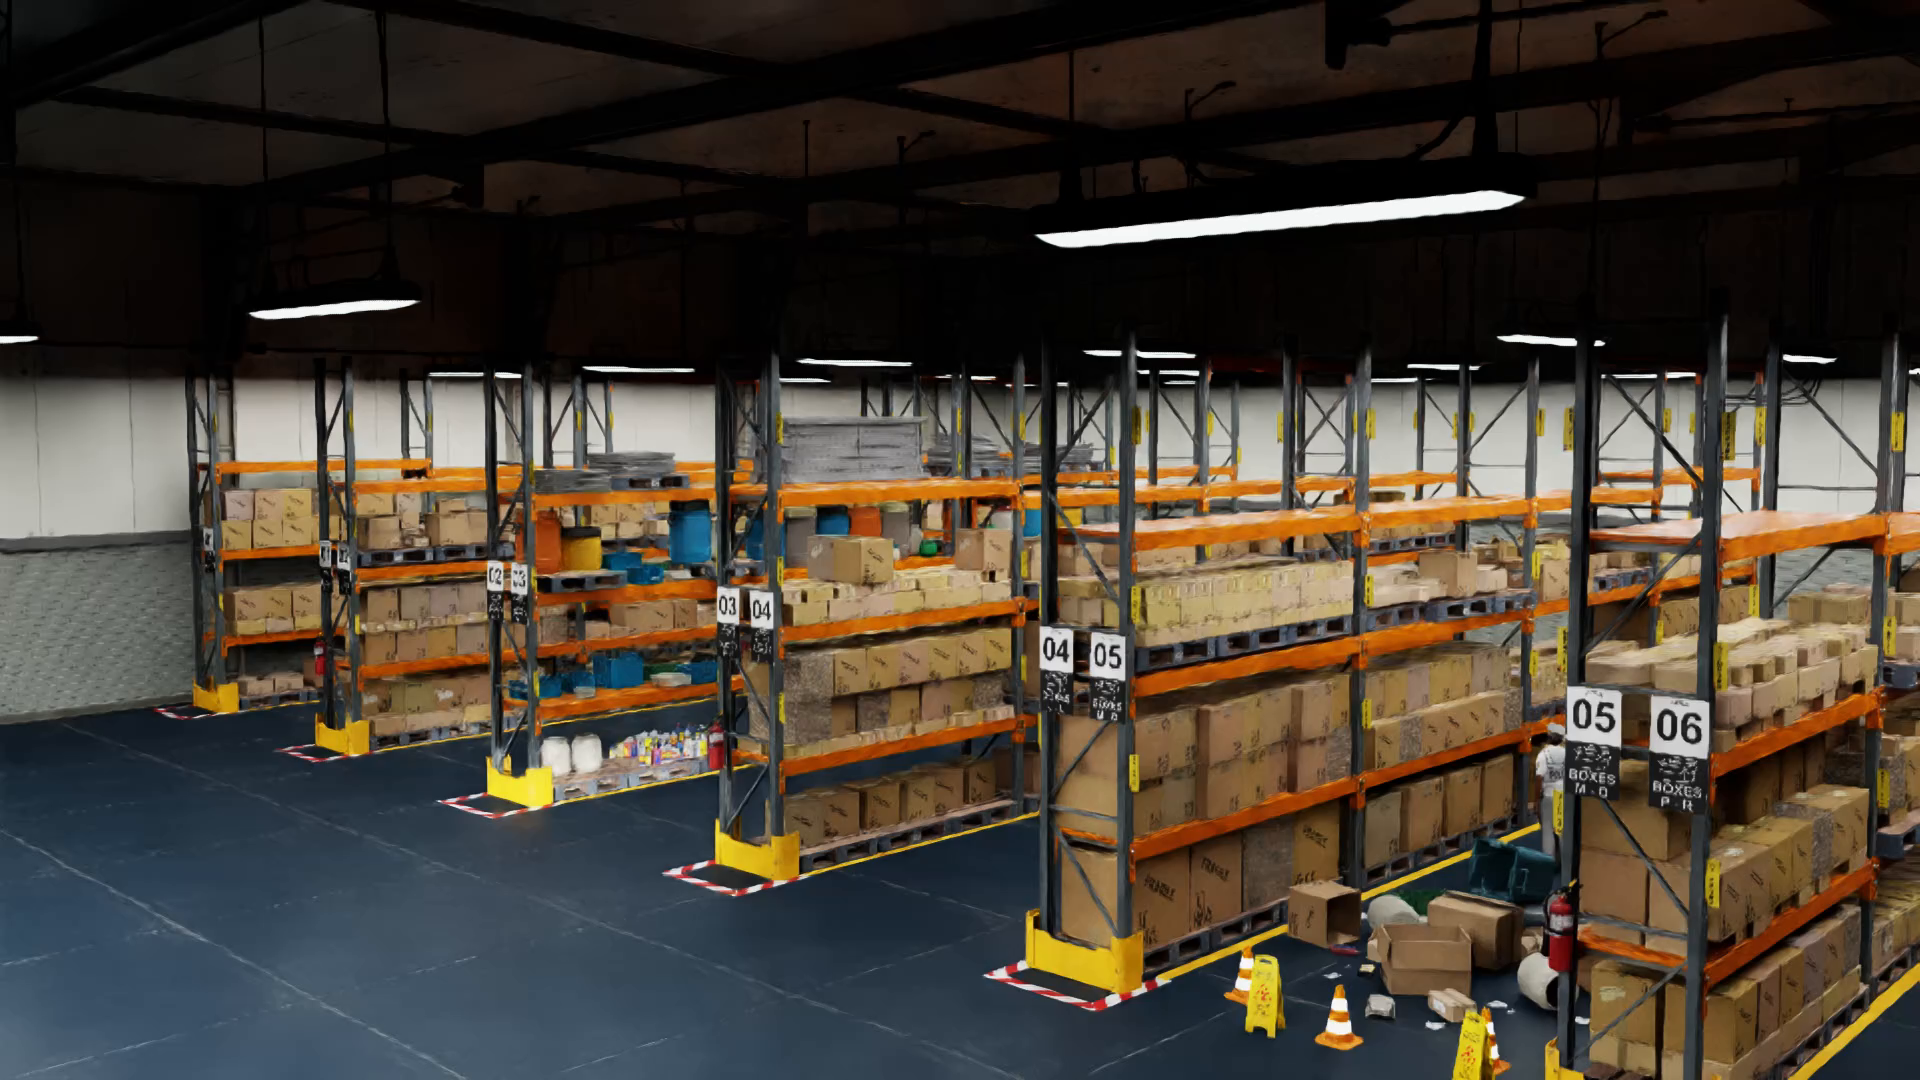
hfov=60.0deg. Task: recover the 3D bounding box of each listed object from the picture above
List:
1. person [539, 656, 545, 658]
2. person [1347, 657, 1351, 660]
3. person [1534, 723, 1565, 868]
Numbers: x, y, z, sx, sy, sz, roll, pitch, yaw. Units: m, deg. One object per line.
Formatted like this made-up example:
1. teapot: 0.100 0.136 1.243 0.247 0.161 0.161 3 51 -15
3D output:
1. person: -8.018 1.907 31.308 0.571 1.706 1.033 3 5 36
2. person: 5.797 2.485 24.407 1.086 1.585 0.495 -4 6 -44
3. person: 6.620 2.894 18.623 0.497 1.676 0.462 -1 5 -15
